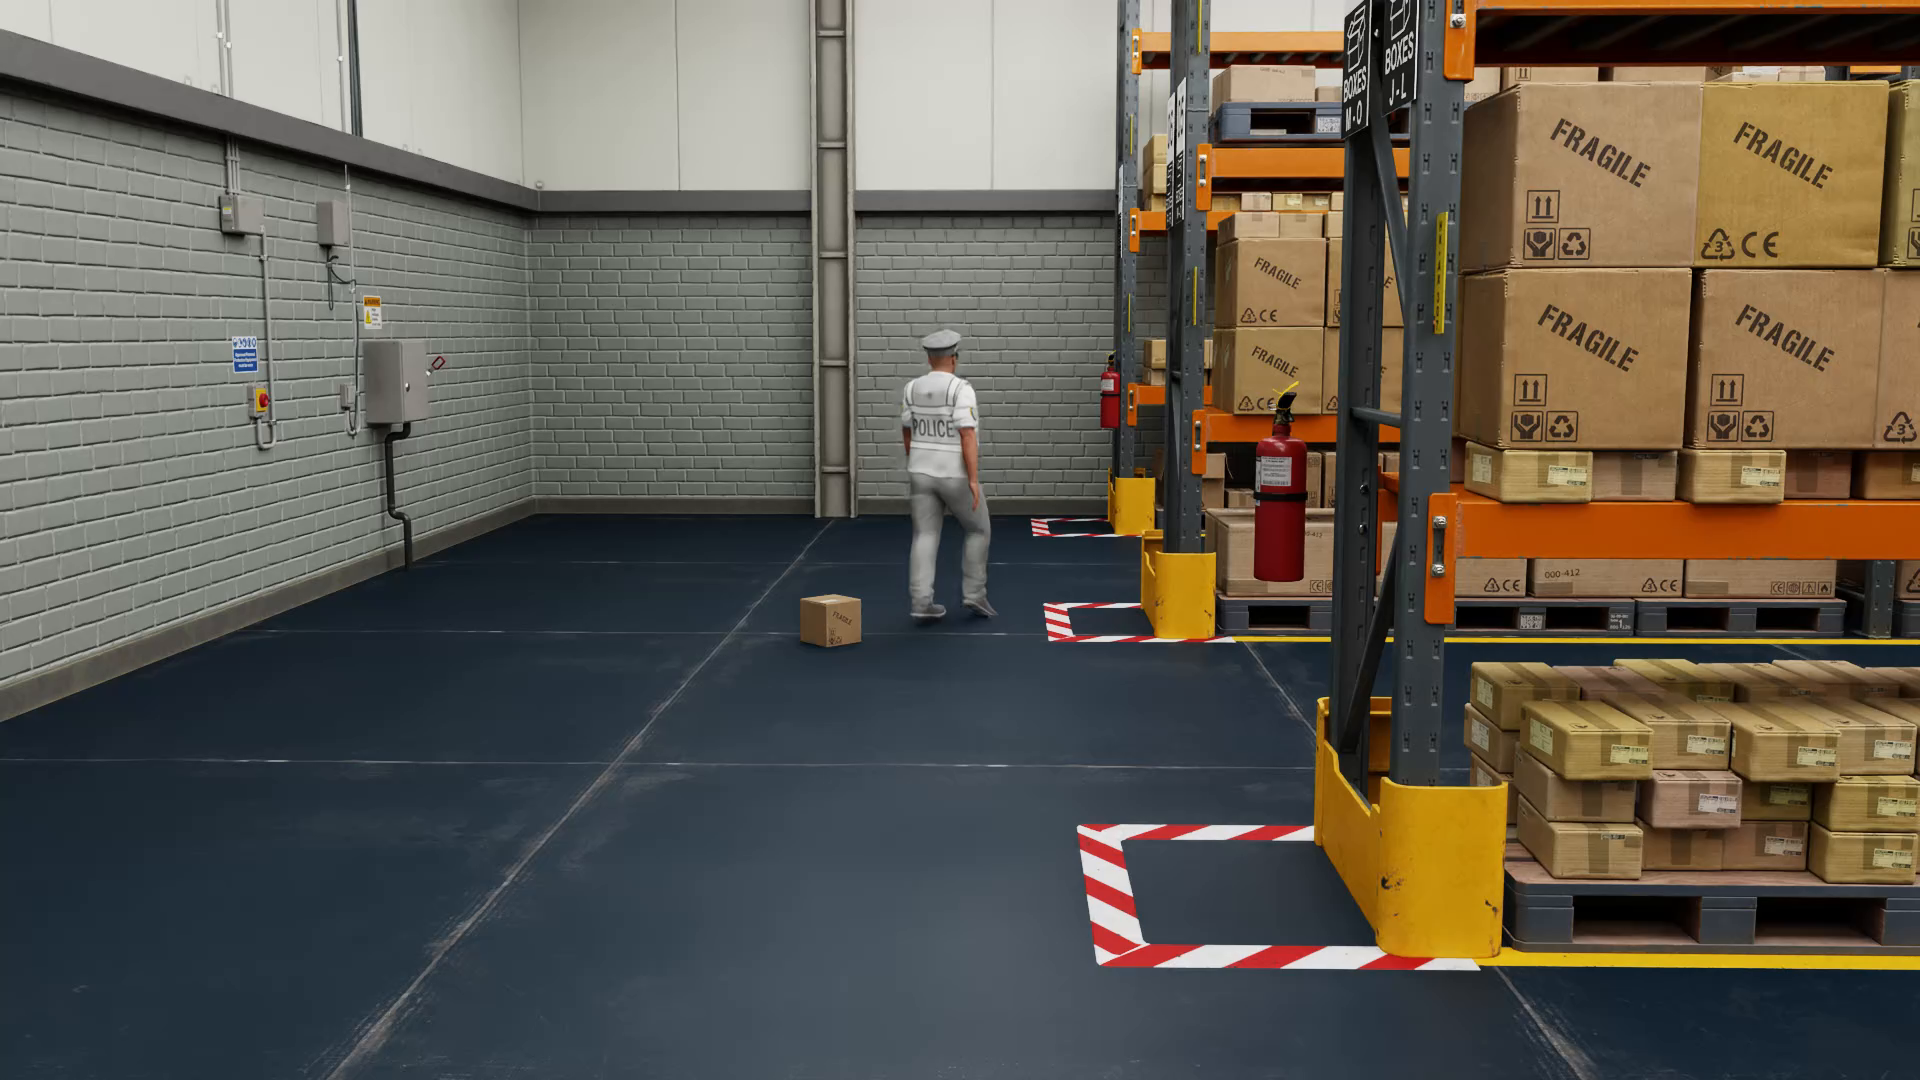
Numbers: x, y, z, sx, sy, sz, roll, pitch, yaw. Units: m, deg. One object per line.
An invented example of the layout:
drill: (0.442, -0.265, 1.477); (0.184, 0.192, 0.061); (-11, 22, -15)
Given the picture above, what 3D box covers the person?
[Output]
person: (-0.071, -0.365, 10.220); (0.590, 1.840, 0.690); (3, 8, 26)
